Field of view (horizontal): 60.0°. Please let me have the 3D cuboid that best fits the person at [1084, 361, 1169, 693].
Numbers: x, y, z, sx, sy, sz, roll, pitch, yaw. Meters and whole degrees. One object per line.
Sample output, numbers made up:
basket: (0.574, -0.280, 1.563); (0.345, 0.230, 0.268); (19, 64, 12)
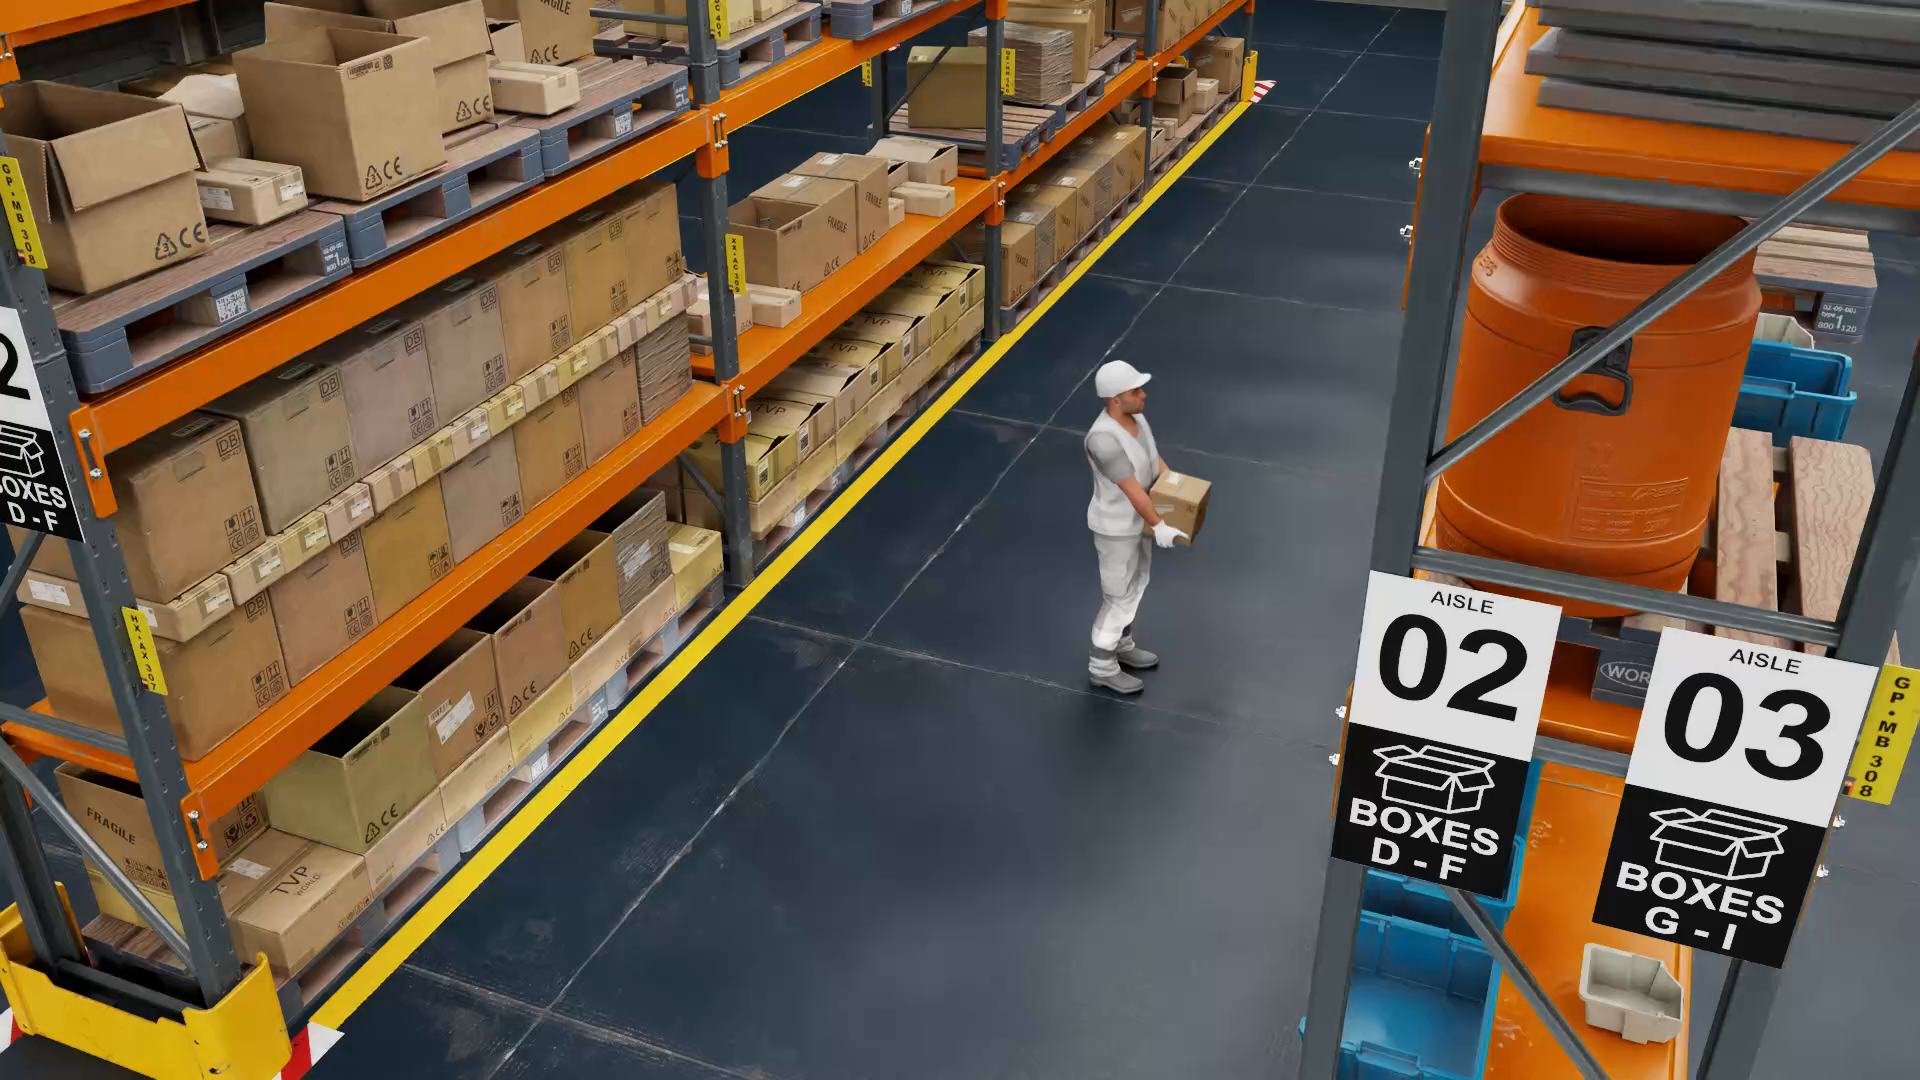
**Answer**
person: (0.880, -0.067, 8.502); (0.458, 1.782, 0.493); (12, 31, 20)
